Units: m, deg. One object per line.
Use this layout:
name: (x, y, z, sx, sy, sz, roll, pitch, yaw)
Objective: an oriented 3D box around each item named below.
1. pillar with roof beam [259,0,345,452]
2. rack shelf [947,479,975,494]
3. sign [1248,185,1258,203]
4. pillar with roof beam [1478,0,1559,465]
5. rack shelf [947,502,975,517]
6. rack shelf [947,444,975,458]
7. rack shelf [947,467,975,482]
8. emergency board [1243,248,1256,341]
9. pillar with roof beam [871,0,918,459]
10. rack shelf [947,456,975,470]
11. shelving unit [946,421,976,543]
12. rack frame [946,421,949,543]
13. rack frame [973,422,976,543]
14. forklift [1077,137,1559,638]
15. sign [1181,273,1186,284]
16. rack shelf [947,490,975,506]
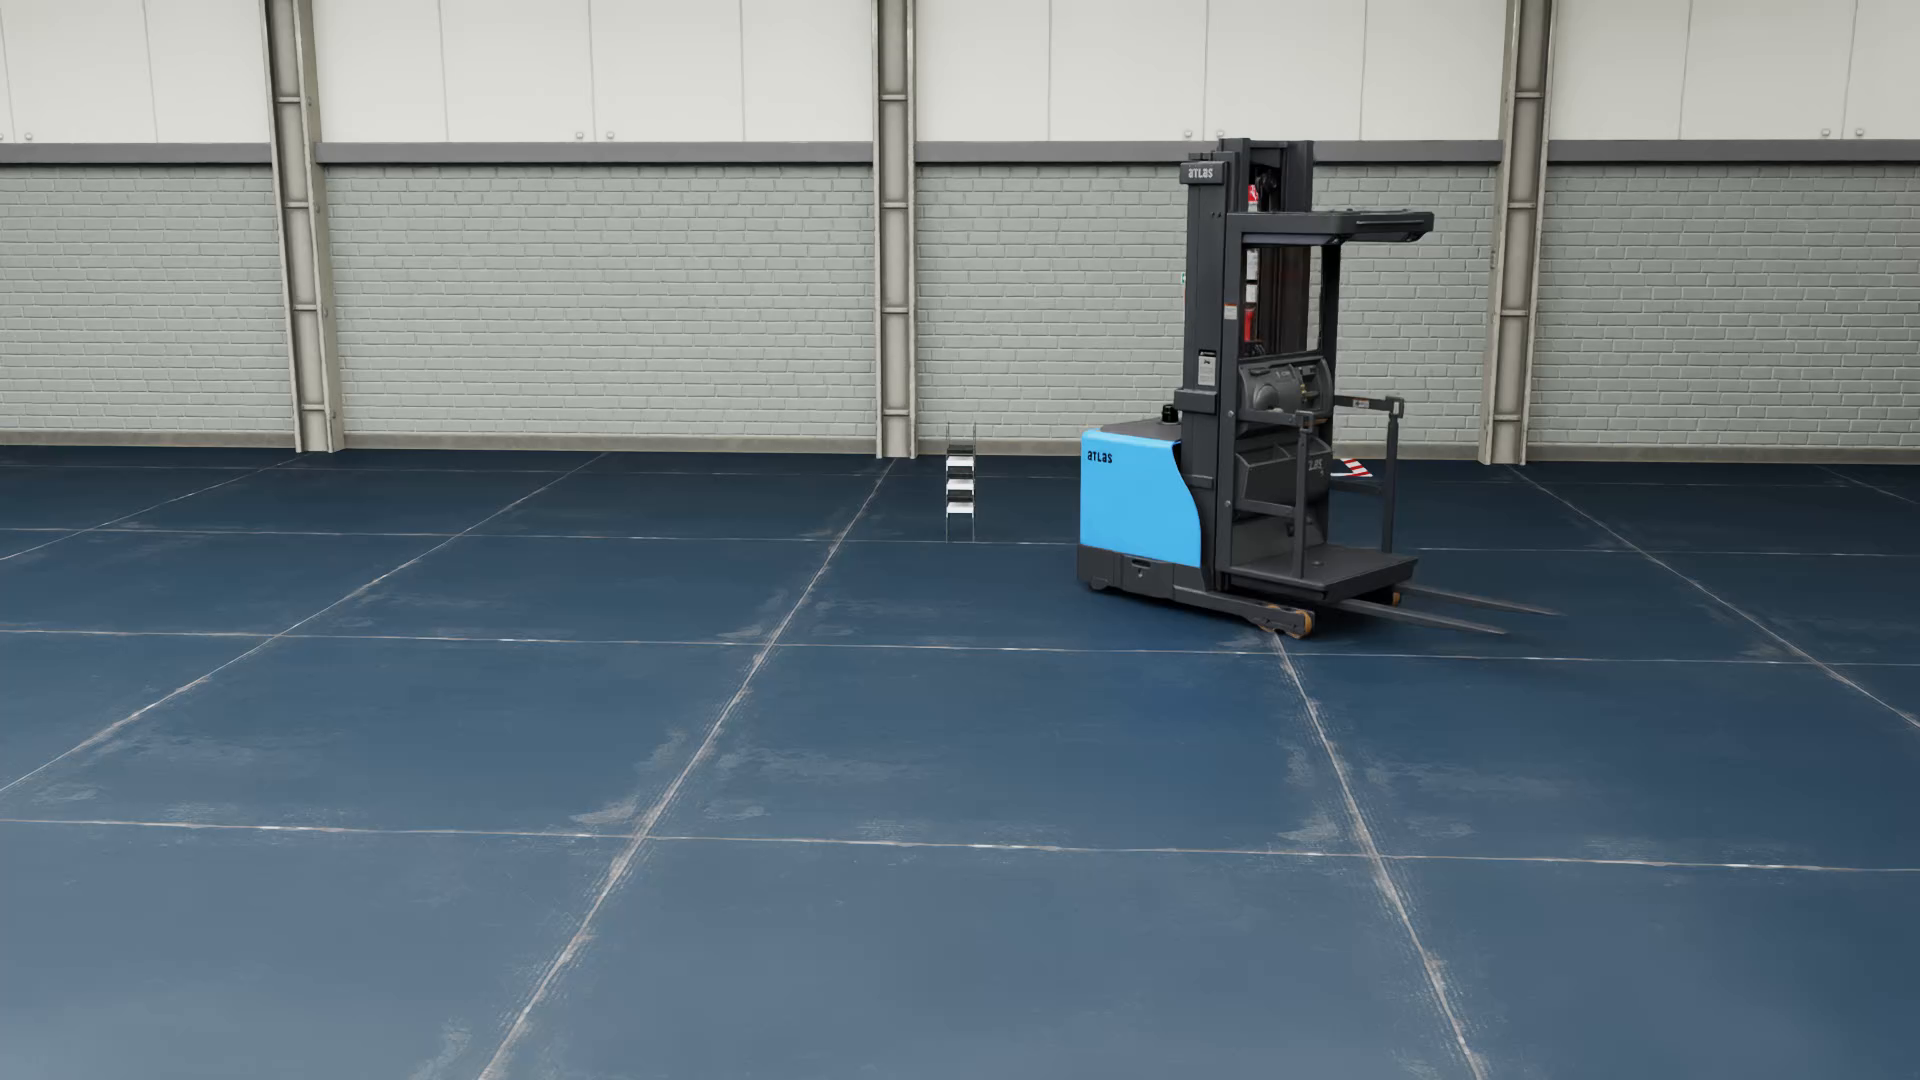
pillar with roof beam: (-6.908, -4.458, 12.101, 0.400, 9.000, 9.100, 1, 12, 4)
rack shelf: (0.008, -0.408, 12.682, 0.200, 0.077, 0.258, 1, 12, 4)
sign: (2.888, -3.433, 16.194, 0.199, 0.298, 0.001, 1, 12, 4)
pillar with roof beam: (5.065, -4.294, 11.316, 0.400, 9.000, 9.100, 1, 12, 4)
rack shelf: (0.008, -0.232, 12.719, 0.200, 0.077, 0.258, 1, 12, 4)
rack shelf: (0.008, -0.672, 12.627, 0.200, 0.077, 0.258, 1, 12, 4)
rack shelf: (0.008, -0.496, 12.664, 0.200, 0.077, 0.258, 1, 12, 4)
emergency board: (2.890, -2.278, 16.334, 0.643, 1.169, 0.194, 1, 12, 4)
pillar with roof beam: (-0.922, -4.376, 11.709, 0.400, 9.000, 9.100, 1, 12, 4)
rack shelf: (0.008, -0.584, 12.645, 0.200, 0.077, 0.258, 1, 12, 4)
shelving unit: (0.008, -0.440, 12.675, 0.210, 0.900, 0.258, 1, 12, 4)
rack frame: (-0.093, -0.442, 12.682, 0.006, 0.900, 0.240, 1, 12, 4)
rack frame: (0.110, -0.439, 12.669, 0.006, 0.900, 0.240, 1, 12, 4)
forklift: (2.182, -0.966, 10.226, 1.130, 2.935, 3.031, -11, 16, -44)
sign: (2.349, -2.582, 16.404, 0.331, 0.109, 0.001, 1, 12, 4)
rack shelf: (0.008, -0.320, 12.701, 0.200, 0.077, 0.258, 1, 12, 4)
